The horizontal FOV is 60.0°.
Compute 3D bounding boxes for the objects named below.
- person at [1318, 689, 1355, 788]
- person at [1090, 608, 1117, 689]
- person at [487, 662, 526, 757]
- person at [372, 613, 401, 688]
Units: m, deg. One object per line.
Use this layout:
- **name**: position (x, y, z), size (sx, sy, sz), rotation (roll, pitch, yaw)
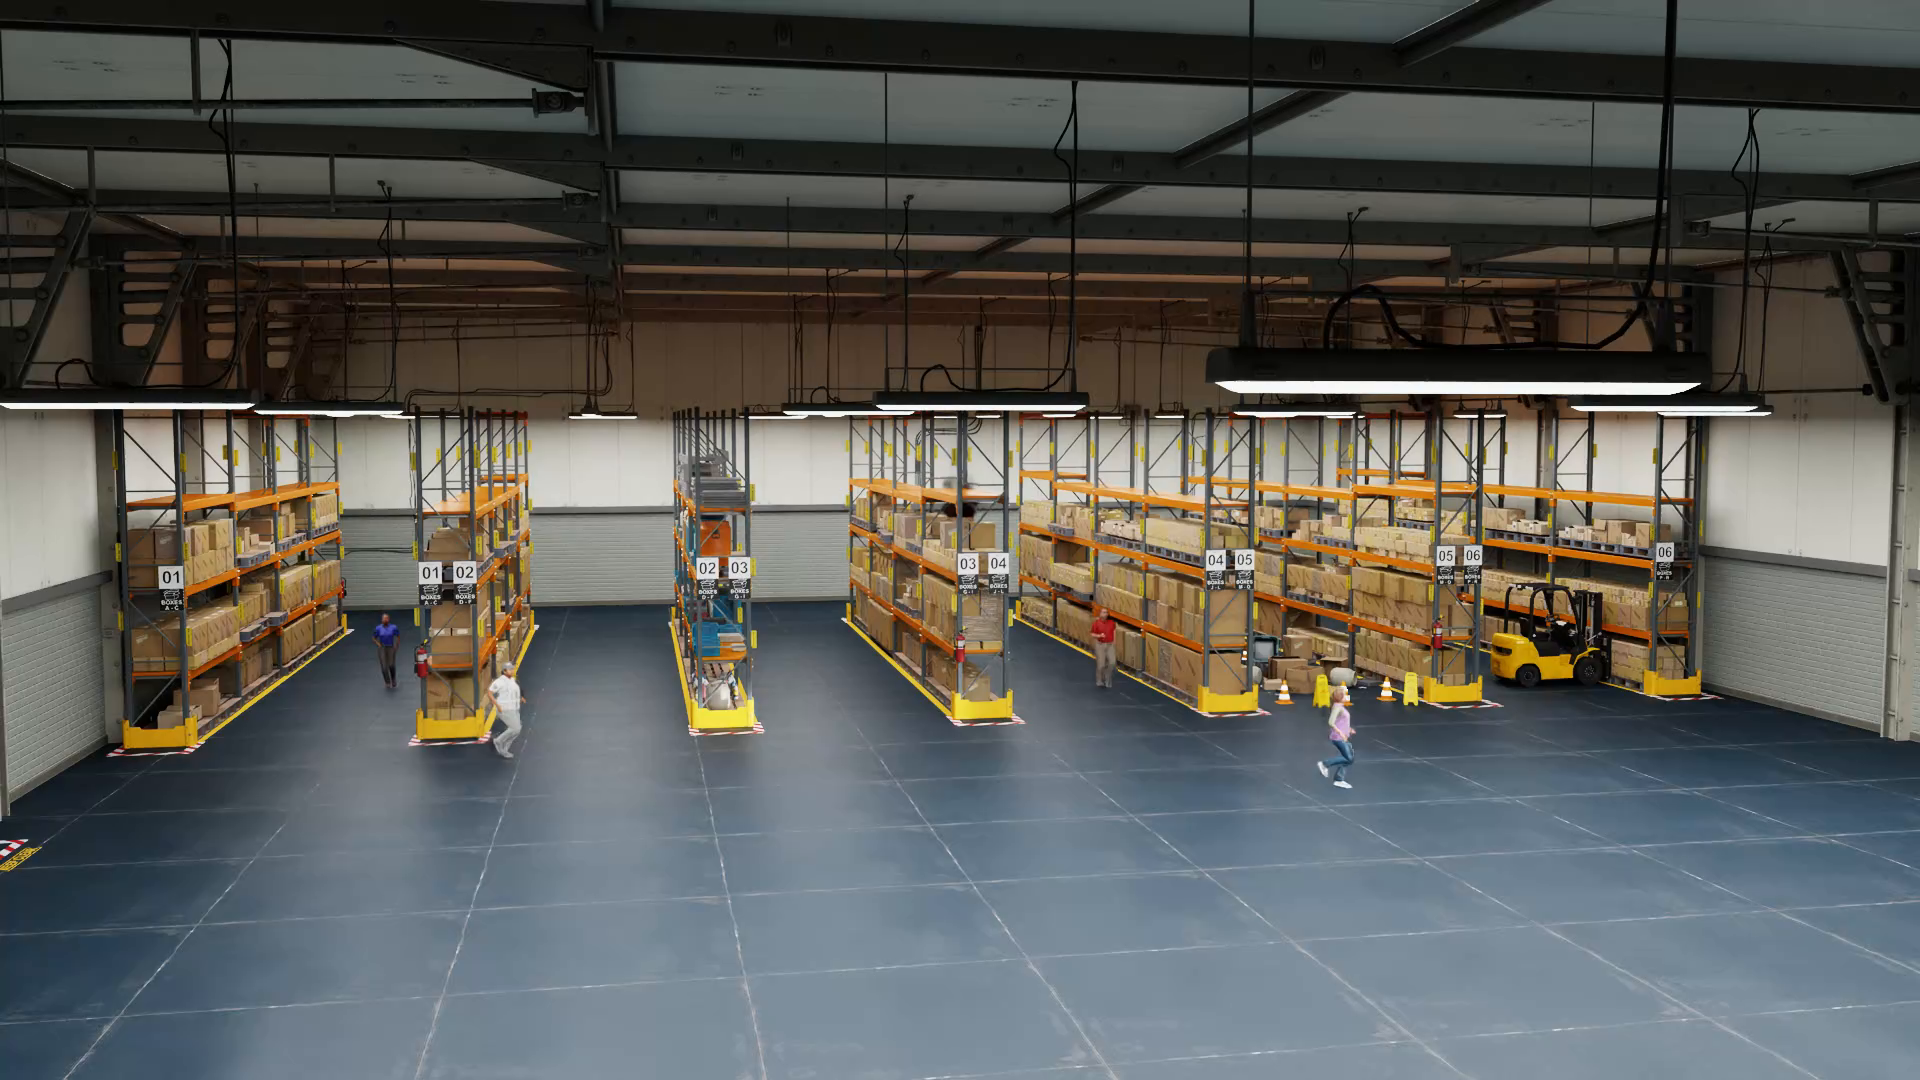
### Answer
- **person**: position (5.909, 3.104, 26.080), size (0.544, 1.559, 0.544), rotation (1, 4, 19)
- **person**: position (3.122, 2.344, 35.672), size (0.643, 1.754, 0.676), rotation (-1, 4, -14)
- **person**: position (-7.660, 2.898, 28.332), size (0.552, 1.629, 0.598), rotation (1, 4, 16)
- **person**: position (-12.272, 2.385, 35.576), size (0.576, 1.605, 0.573), rotation (-1, 4, -15)
